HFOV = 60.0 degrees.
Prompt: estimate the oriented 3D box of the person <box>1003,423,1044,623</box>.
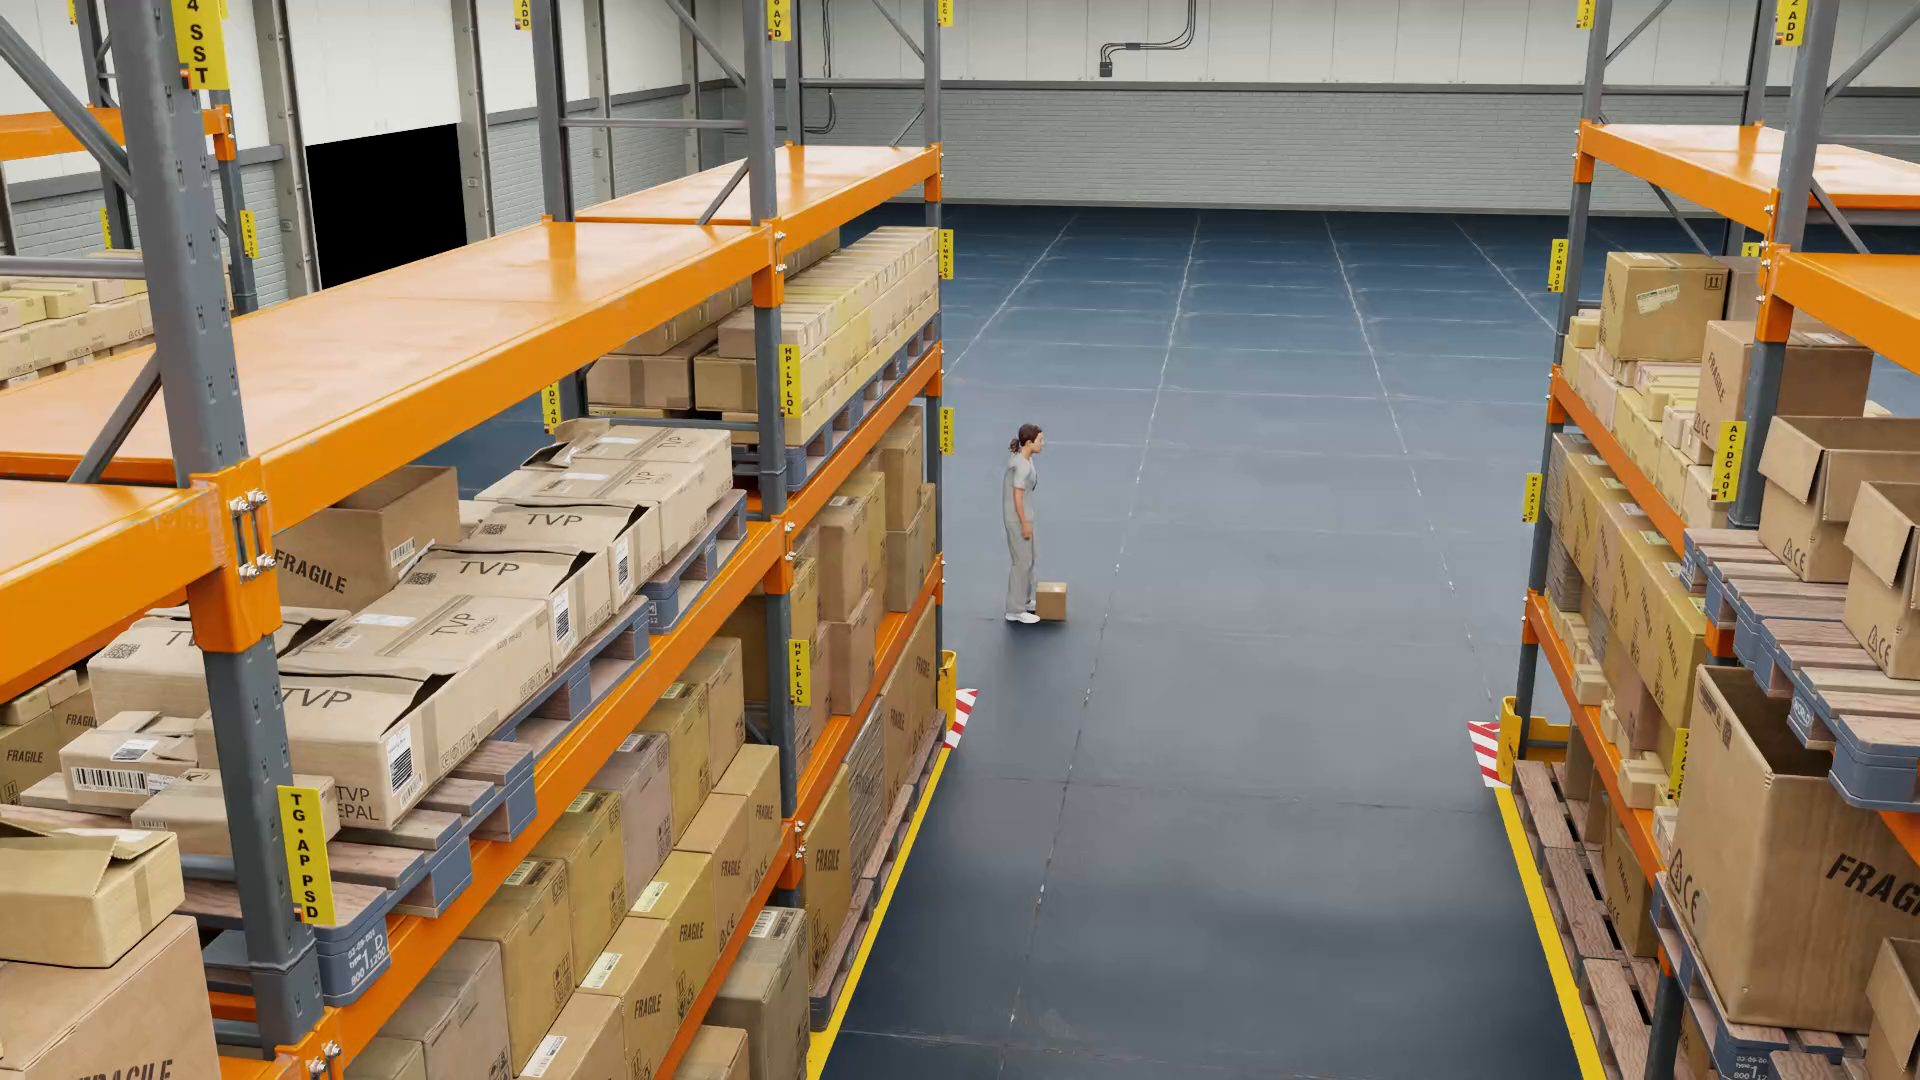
[{"bbox_3d":[0.538,-0.166,14.014,0.360,1.673,0.513,2,18,6],"label":"person"}]
